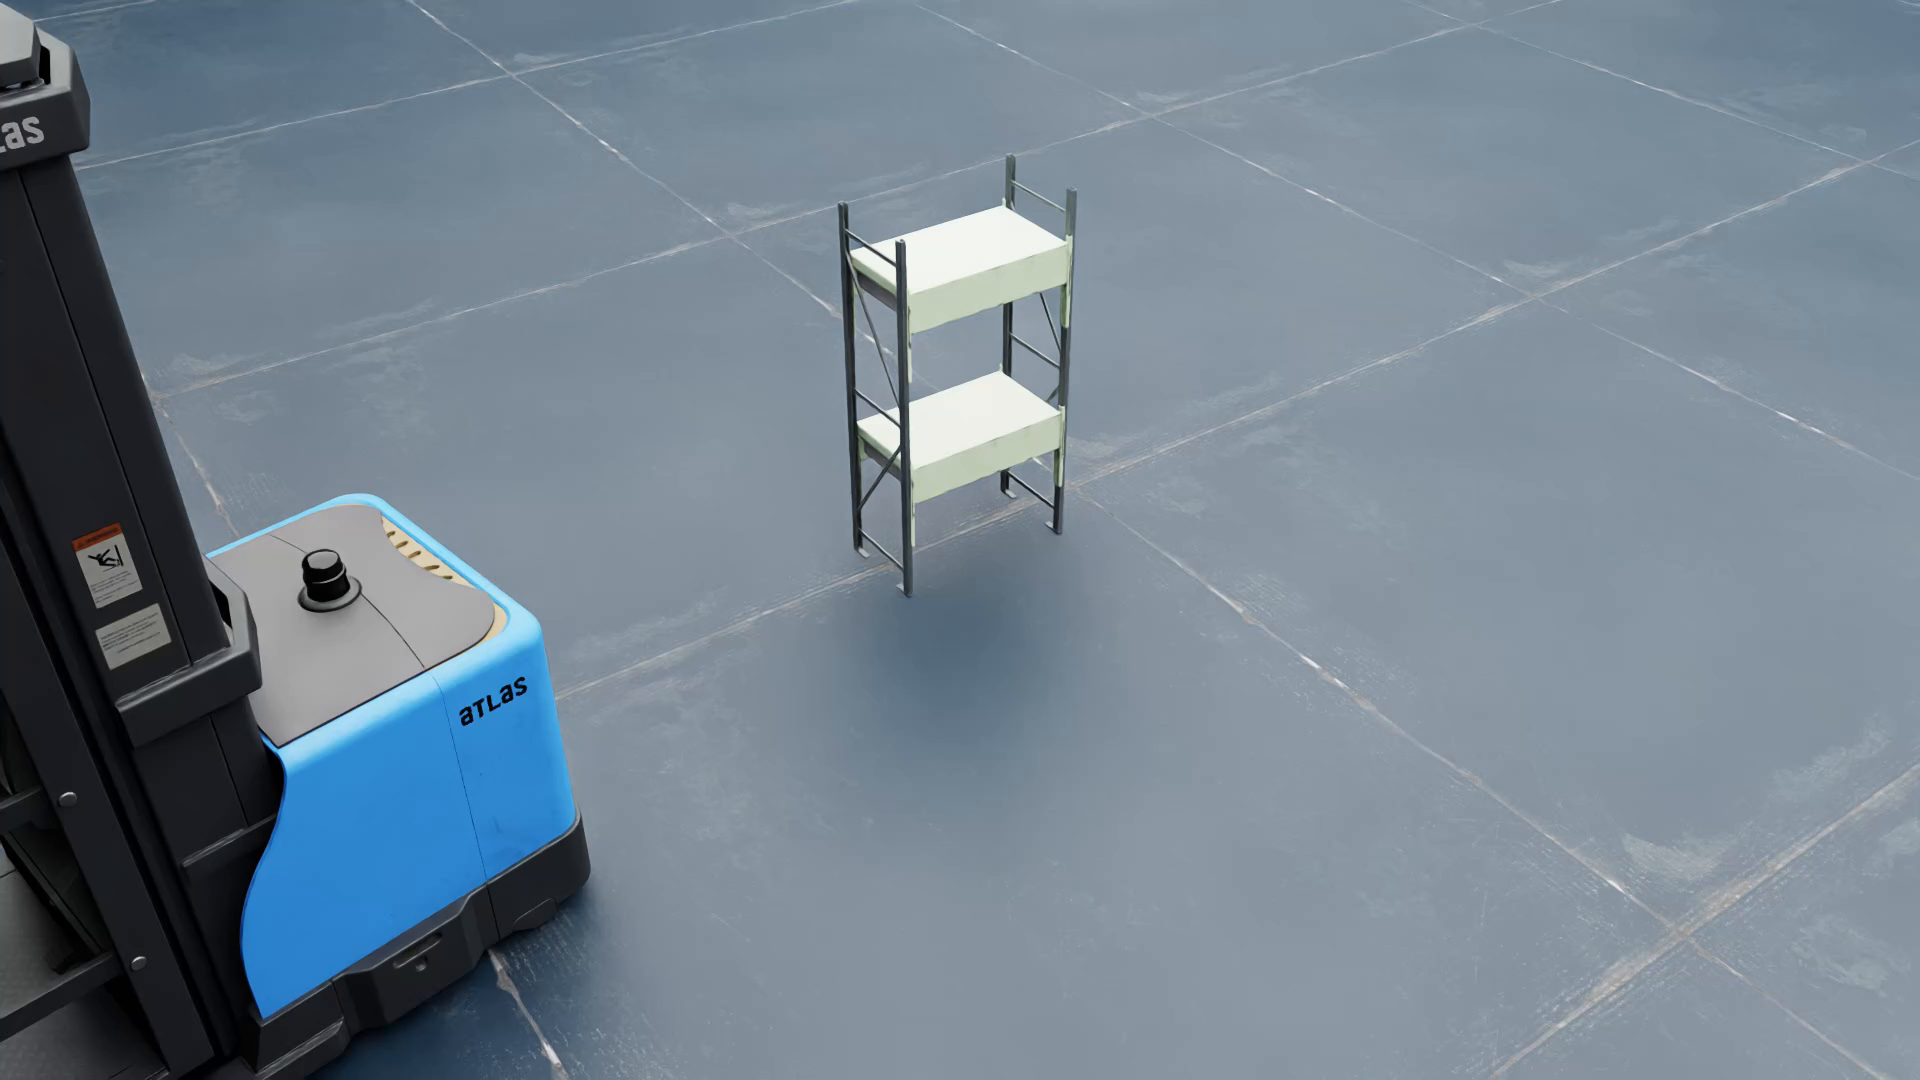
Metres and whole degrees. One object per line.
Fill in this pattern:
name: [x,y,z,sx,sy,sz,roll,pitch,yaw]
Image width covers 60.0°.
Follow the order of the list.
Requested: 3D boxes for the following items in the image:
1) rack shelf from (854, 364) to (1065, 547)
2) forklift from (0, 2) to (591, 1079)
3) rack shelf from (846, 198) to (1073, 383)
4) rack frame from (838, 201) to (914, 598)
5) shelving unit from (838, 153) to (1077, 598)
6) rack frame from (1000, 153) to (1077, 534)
rack shelf: [-0.005,-0.342,6.499,0.720,0.370,0.431,-22,41,-28]
forklift: [-2.543,0.323,3.790,1.130,2.935,3.031,30,45,35]
rack shelf: [-0.005,-0.923,6.081,0.720,0.370,0.431,-22,41,-28]
rack frame: [-0.305,-0.484,6.138,0.023,1.500,0.400,-22,41,-28]
shelving unit: [-0.005,-0.607,6.309,0.755,1.500,0.431,-22,41,-28]
rack frame: [0.294,-0.730,6.480,0.023,1.500,0.400,-22,41,-28]
